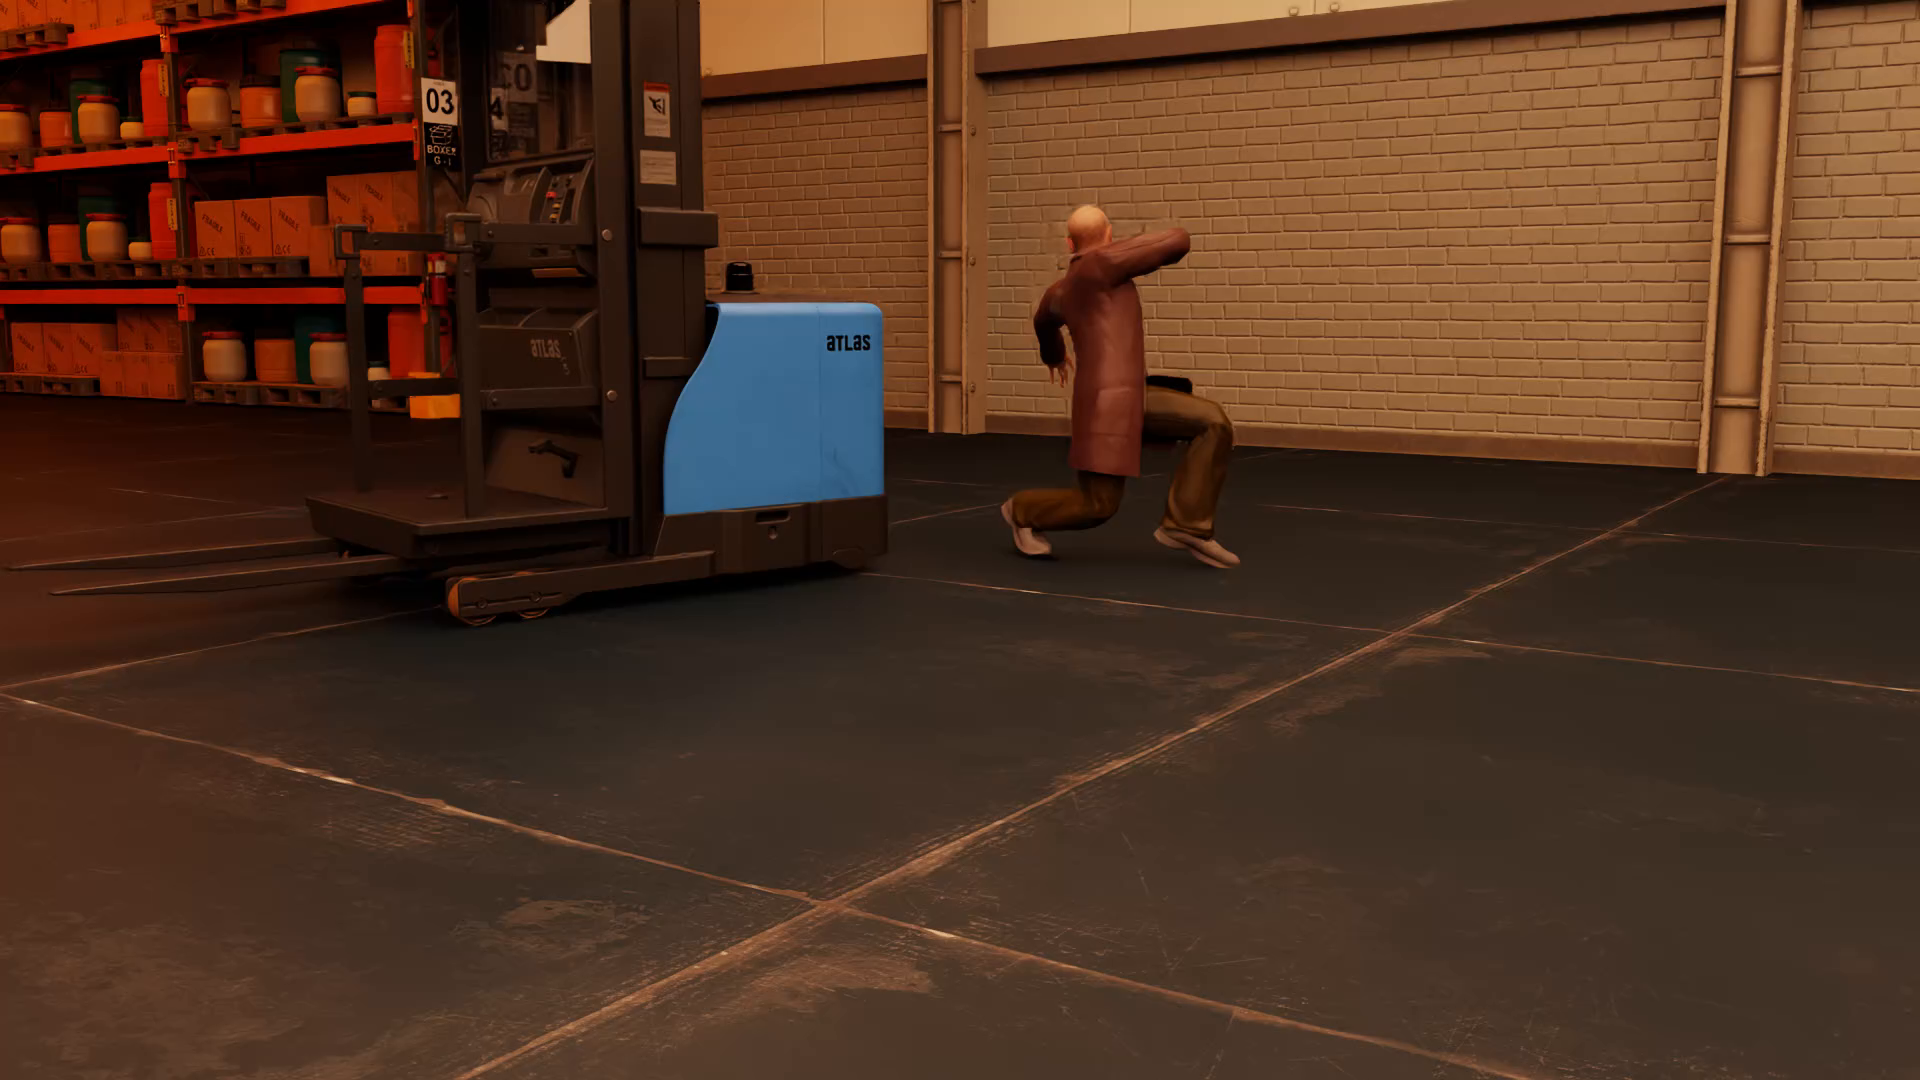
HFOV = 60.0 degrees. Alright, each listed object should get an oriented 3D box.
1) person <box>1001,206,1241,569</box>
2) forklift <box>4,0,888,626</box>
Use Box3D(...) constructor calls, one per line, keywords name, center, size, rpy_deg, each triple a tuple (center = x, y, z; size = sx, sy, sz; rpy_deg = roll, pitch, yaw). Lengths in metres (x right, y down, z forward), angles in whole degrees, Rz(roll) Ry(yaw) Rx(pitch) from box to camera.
Box3D(name="person", center=(0.701, -0.658, 7.042), size=(1.055, 1.477, 0.957), rpy_deg=(2, 8, 17))
Box3D(name="forklift", center=(-1.741, -1.246, 5.953), size=(3.031, 2.935, 1.130), rpy_deg=(-7, 11, -40))
